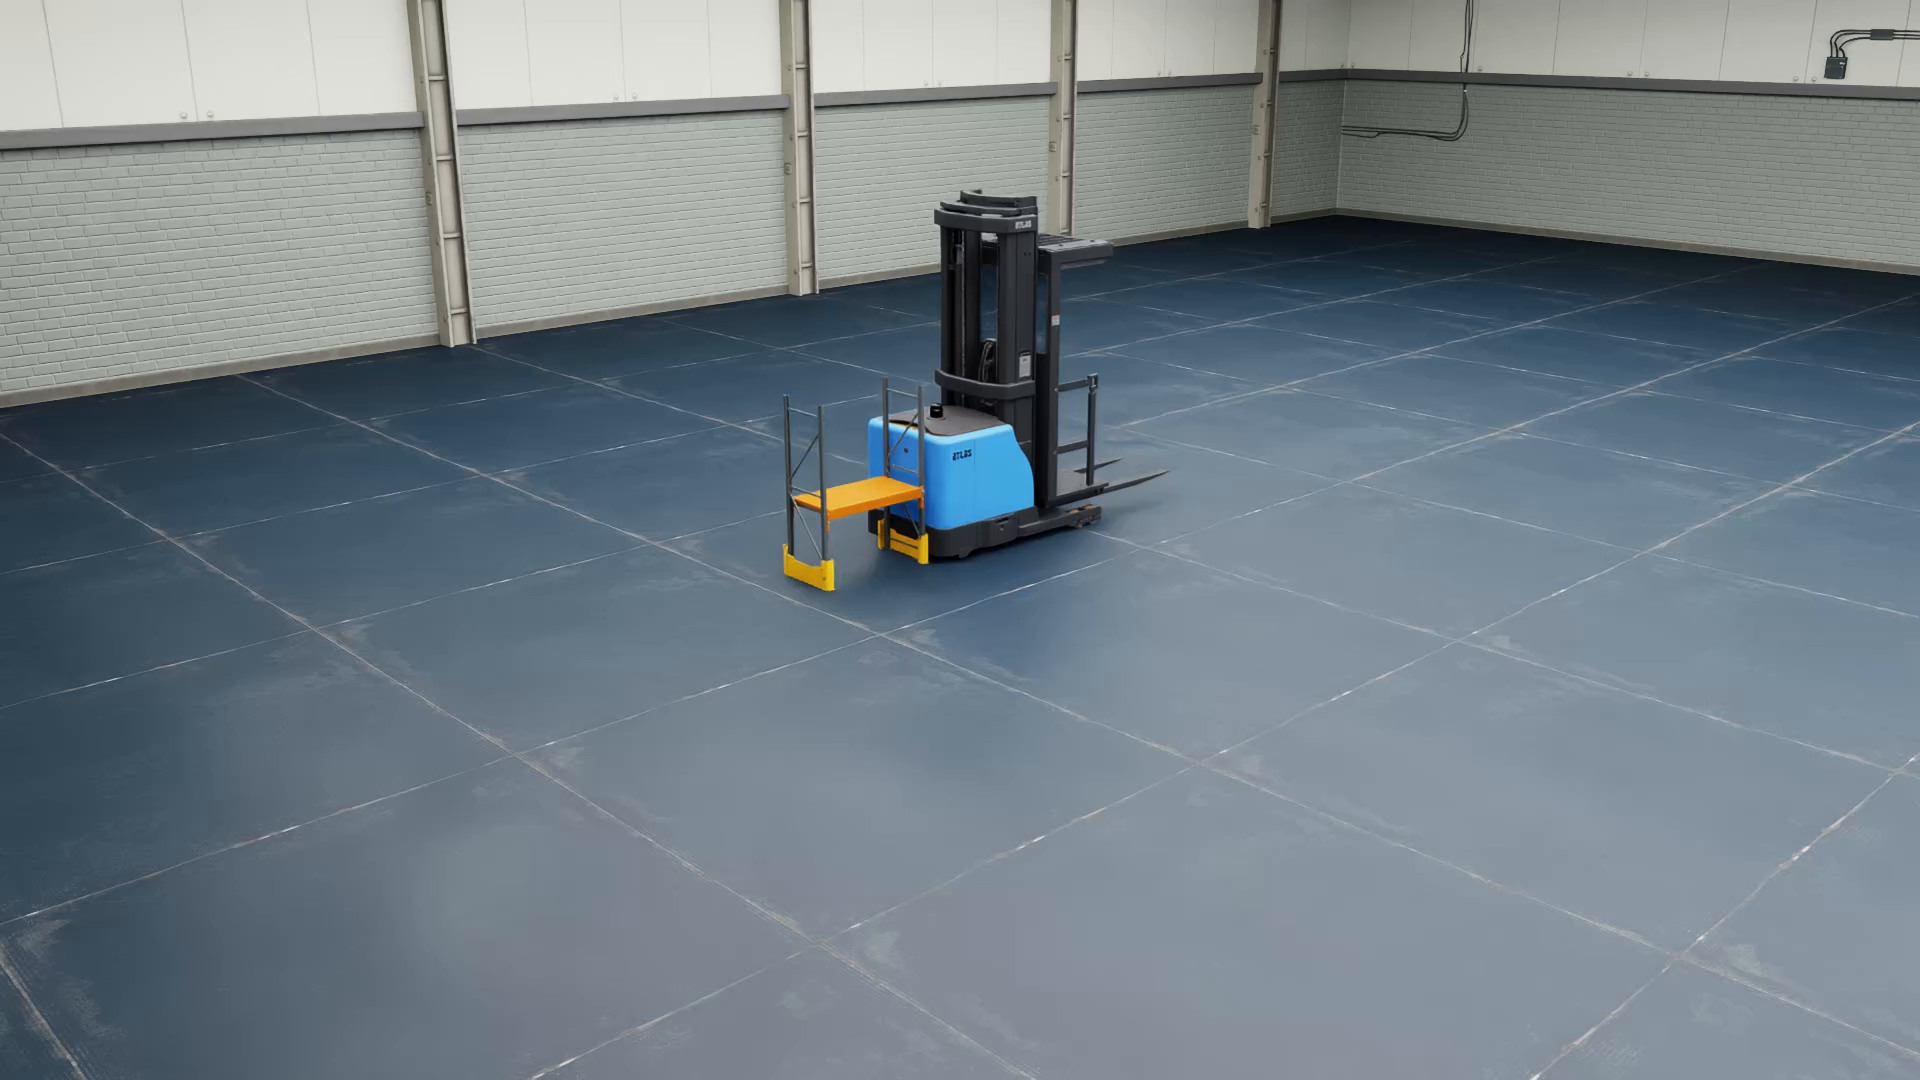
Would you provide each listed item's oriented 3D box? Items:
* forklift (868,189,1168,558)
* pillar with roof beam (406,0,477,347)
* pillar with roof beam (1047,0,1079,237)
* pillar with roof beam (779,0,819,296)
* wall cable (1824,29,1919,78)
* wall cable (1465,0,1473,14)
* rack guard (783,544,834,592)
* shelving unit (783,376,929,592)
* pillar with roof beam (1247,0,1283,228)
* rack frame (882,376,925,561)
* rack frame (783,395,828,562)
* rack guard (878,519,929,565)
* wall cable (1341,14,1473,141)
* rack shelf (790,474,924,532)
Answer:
[{"bbox_3d":[0.632,-1.602,14.674,3.031,2.935,1.130,-16,24,-40],"label":"forklift"},{"bbox_3d":[-3.917,-6.007,18.423,0.400,9.000,9.100,-16,24,-41],"label":"pillar with roof beam"},{"bbox_3d":[4.803,-8.550,26.265,0.400,9.000,9.100,-16,24,-41],"label":"pillar with roof beam"},{"bbox_3d":[0.443,-7.279,22.344,0.400,9.000,9.100,-16,24,-41],"label":"pillar with roof beam"},{"bbox_3d":[15.765,-10.601,27.077,0.169,6.003,2.305,-16,24,-41],"label":"wall cable"},{"bbox_3d":[11.112,-11.433,32.004,0.112,2.526,3.097,-16,24,-41],"label":"wall cable"},{"bbox_3d":[-1.222,0.218,13.406,0.087,0.250,0.587,-16,24,-40],"label":"rack guard"},{"bbox_3d":[-0.852,-0.479,13.530,1.083,1.500,0.587,-16,24,-40],"label":"shelving unit"},{"bbox_3d":[9.162,-9.822,30.187,0.400,9.000,9.100,-16,24,-41],"label":"pillar with roof beam"},{"bbox_3d":[-0.467,-0.586,13.859,0.032,1.500,0.500,-16,24,-40],"label":"rack frame"},{"bbox_3d":[-1.223,-0.376,13.213,0.032,1.500,0.500,-16,24,-40],"label":"rack frame"},{"bbox_3d":[-0.481,0.013,14.040,0.087,0.250,0.587,-16,24,-40],"label":"rack guard"},{"bbox_3d":[9.254,-9.637,34.652,0.112,2.526,3.097,-16,24,-41],"label":"wall cable"},{"bbox_3d":[-0.845,-0.310,13.591,1.000,0.185,0.538,-16,24,-40],"label":"rack shelf"}]
